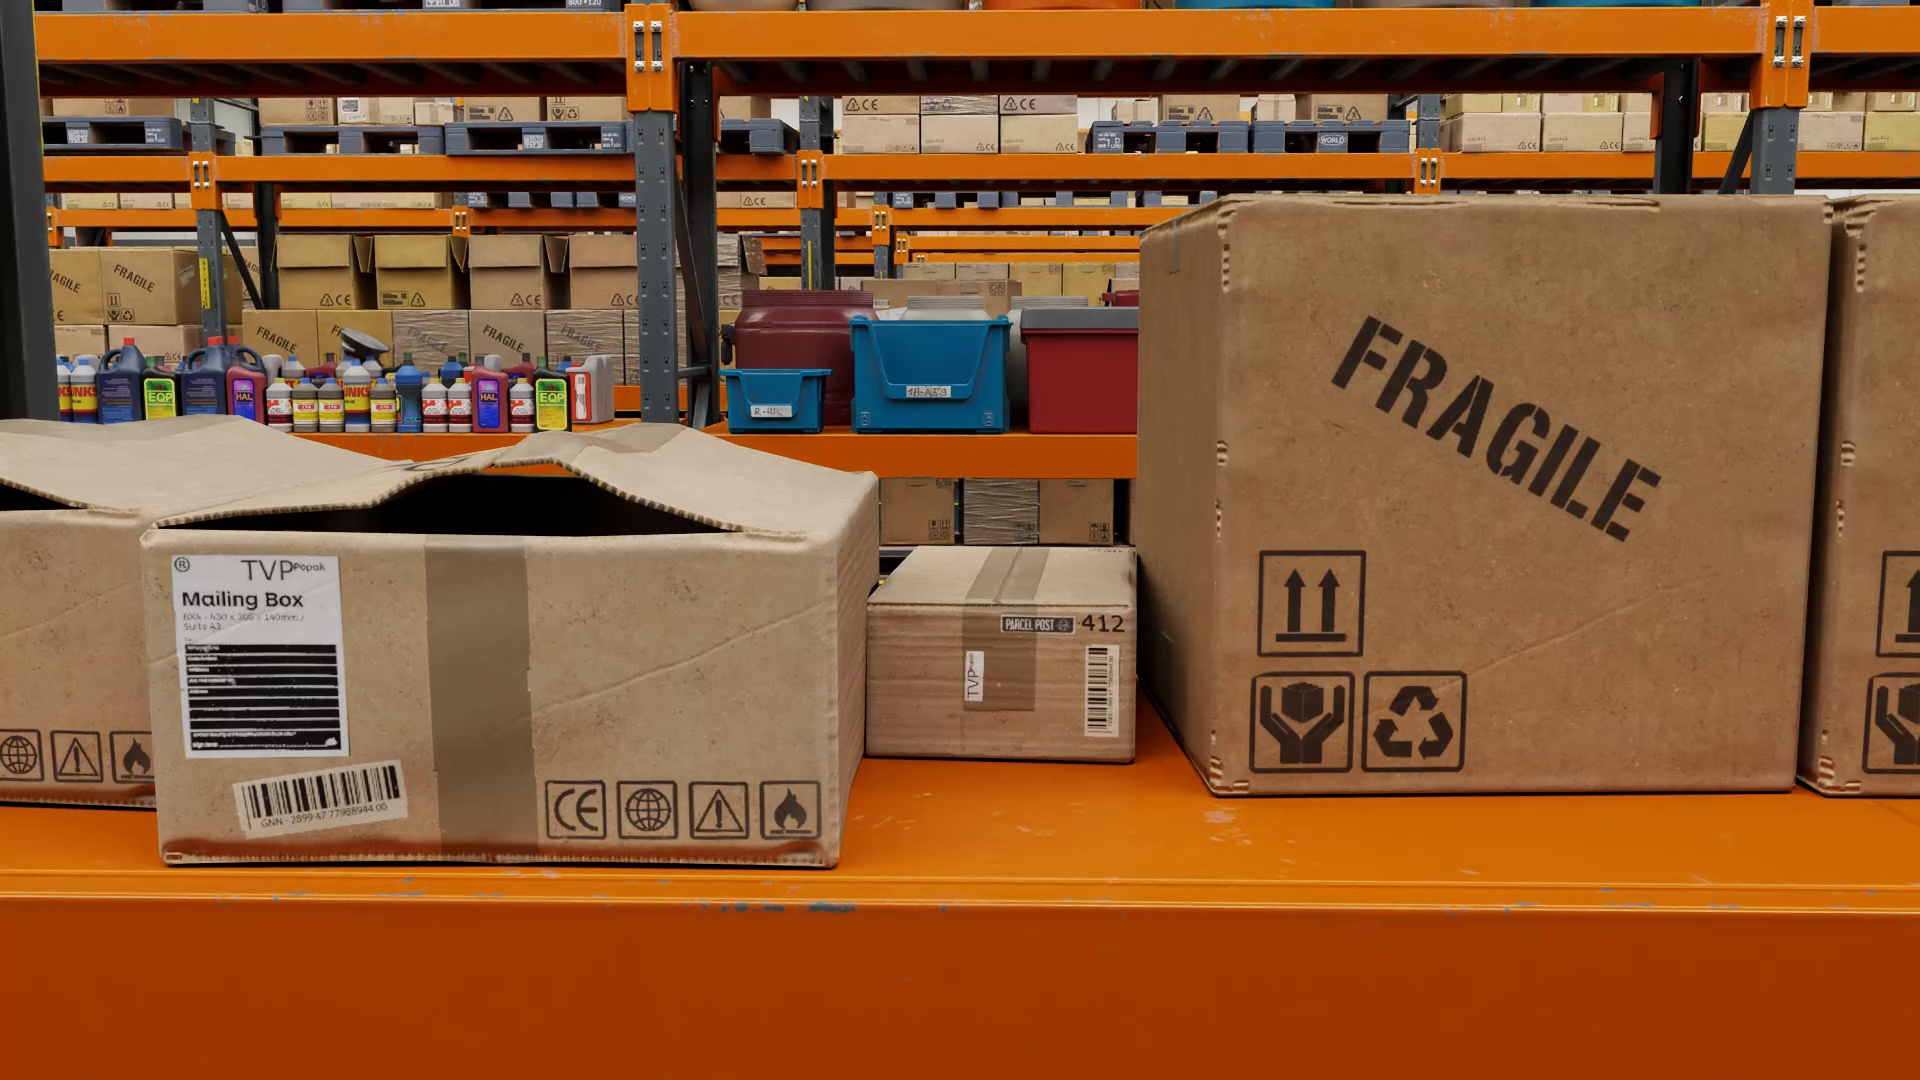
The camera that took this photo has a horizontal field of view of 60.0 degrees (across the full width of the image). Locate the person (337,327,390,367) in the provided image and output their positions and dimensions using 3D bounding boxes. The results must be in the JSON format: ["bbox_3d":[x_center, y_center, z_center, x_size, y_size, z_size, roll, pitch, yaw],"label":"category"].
[{"bbox_3d":[-3.373,-0.336,9.251,0.872,1.681,0.480,3,8,24],"label":"person"}]
